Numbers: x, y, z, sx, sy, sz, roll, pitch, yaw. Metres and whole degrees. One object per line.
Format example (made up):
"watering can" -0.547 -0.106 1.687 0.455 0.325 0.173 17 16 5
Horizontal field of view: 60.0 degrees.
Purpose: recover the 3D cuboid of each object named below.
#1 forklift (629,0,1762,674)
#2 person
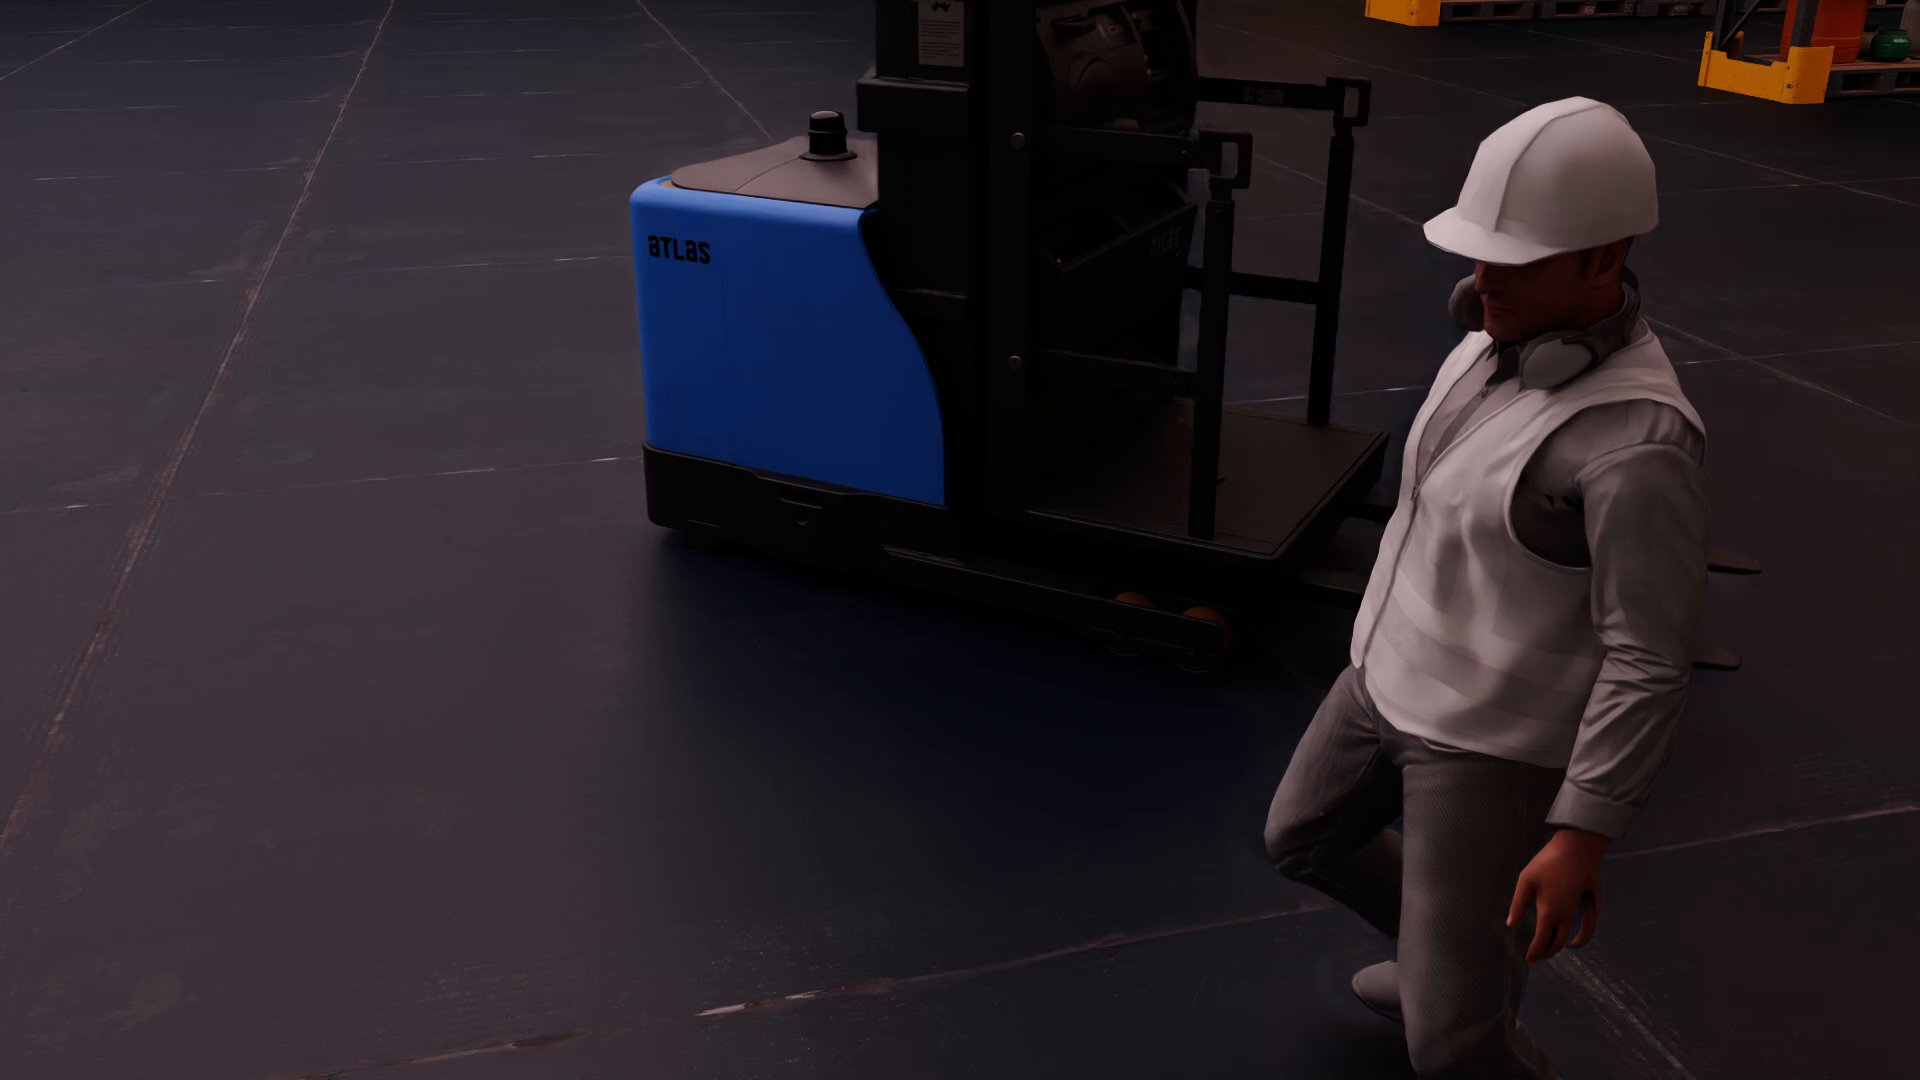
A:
"forklift" 0.598 -1.245 4.235 3.031 2.935 1.130 12 26 26
"person" 0.761 0.202 2.438 0.485 1.689 0.885 -1 23 -3
